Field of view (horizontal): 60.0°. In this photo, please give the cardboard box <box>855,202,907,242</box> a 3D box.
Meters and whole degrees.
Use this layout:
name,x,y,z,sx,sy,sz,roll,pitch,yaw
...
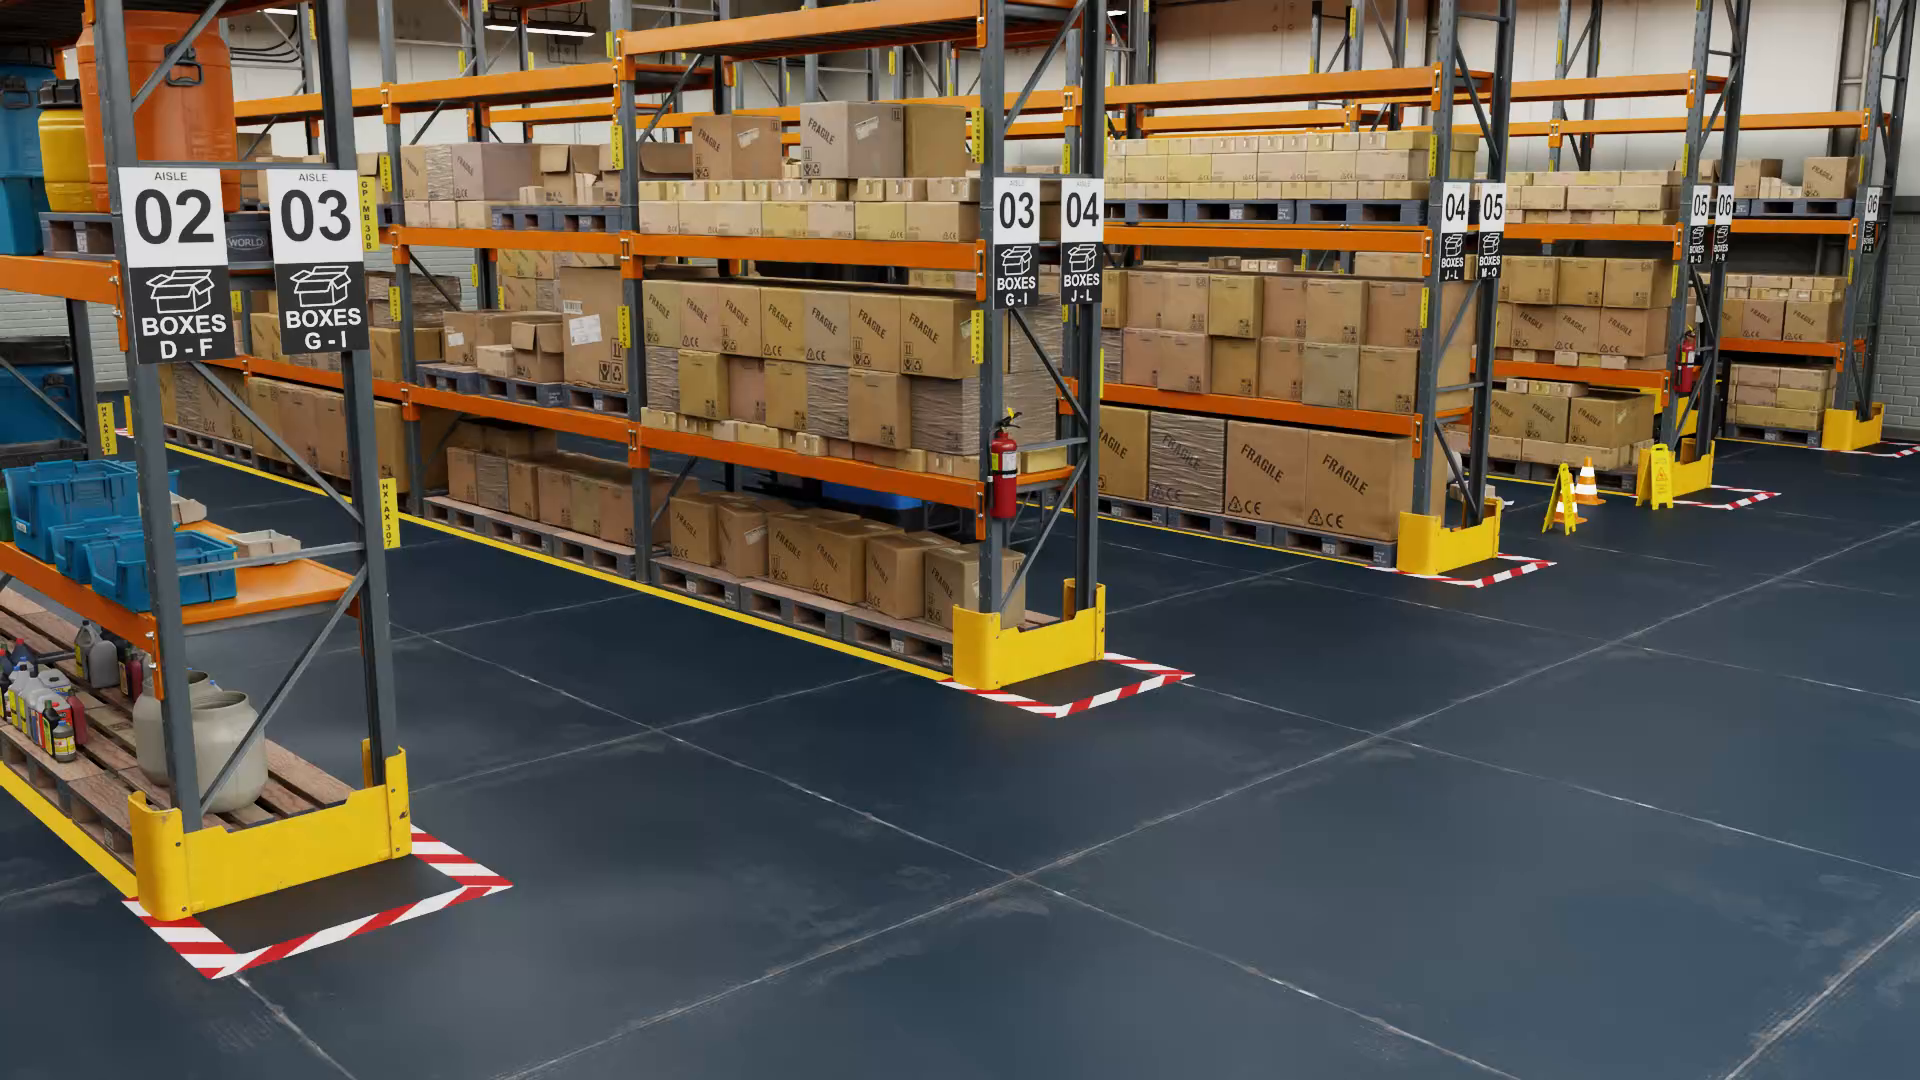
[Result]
name,x,y,z,sx,sy,sz,roll,pitch,yaw
cardboard box,-0.342,-2.104,10.965,0.500,0.250,0.500,-11,16,-42

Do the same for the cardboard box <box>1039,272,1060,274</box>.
name,x,y,z,sx,sy,sz,roll,pitch,yaw
cardboard box,0.713,-2.546,17.447,0.700,0.500,0.500,-11,16,-43

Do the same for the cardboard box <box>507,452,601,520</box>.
name,x,y,z,sx,sy,sz,roll,pitch,yaw
cardboard box,-3.737,-0.503,15.364,0.700,0.500,0.500,-9,15,-38

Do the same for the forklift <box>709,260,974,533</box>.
name,x,y,z,sx,sy,sz,roll,pitch,yaw
forklift,-1.275,-1.682,16.152,3.031,2.935,1.130,11,16,43

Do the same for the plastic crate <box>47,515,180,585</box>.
name,x,y,z,sx,sy,sz,roll,pitch,yaw
plastic crate,-4.067,0.036,8.012,0.499,0.251,0.408,-11,16,-43

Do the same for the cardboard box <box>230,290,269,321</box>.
name,x,y,z,sx,sy,sz,roll,pitch,yaw
cardboard box,-8.276,-2.821,19.286,0.500,0.500,0.500,-10,15,-41

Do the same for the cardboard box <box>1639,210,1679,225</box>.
name,x,y,z,sx,sy,sz,roll,pitch,yaw
cardboard box,7.241,-3.341,17.220,0.380,0.149,0.250,-11,16,-42

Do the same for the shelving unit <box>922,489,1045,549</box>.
name,x,y,z,sx,sy,sz,roll,pitch,yaw
shelving unit,0.205,-0.698,14.921,1.048,1.500,0.538,11,16,43

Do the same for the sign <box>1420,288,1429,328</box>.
name,x,y,z,sx,sy,sz,roll,pitch,yaw
sign,3.777,-1.886,13.516,0.100,0.325,0.005,-11,16,-43

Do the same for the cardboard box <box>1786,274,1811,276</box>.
name,x,y,z,sx,sy,sz,roll,pitch,yaw
cardboard box,10.850,-3.344,21.456,0.380,0.149,0.250,-10,16,-41

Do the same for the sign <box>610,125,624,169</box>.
name,x,y,z,sx,sy,sz,roll,pitch,yaw
sign,-2.639,-3.022,12.792,0.100,0.325,0.005,-11,16,-43

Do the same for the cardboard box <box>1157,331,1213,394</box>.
name,x,y,z,sx,sy,sz,roll,pitch,yaw
cardboard box,2.364,-1.710,15.743,0.875,0.550,0.550,-11,16,-43

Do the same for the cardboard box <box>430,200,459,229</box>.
name,x,y,z,sx,sy,sz,roll,pitch,yaw
cardboard box,-4.508,-2.985,15.241,0.500,0.250,0.500,-10,16,-41

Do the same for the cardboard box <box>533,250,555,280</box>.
name,x,y,z,sx,sy,sz,roll,pitch,yaw
cardboard box,-5.702,-3.968,23.614,0.500,0.500,0.500,11,16,43

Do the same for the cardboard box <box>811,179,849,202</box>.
name,x,y,z,sx,sy,sz,roll,pitch,yaw
cardboard box,-0.789,-2.379,11.315,0.250,0.149,0.380,11,16,42

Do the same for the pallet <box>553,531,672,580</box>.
name,x,y,z,sx,sy,sz,roll,pitch,yaw
pallet,-2.779,0.068,14.396,1.003,0.211,1.213,-11,16,-43

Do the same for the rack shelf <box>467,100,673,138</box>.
name,x,y,z,sx,sy,sz,roll,pitch,yaw
rack shelf,-5.489,-5.904,23.399,1.077,0.370,4.000,-11,16,-43

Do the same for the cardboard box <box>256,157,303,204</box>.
name,x,y,z,sx,sy,sz,roll,pitch,yaw
cardboard box,-7.357,-3.992,18.472,0.700,0.500,0.500,-10,16,-41

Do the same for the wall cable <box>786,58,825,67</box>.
name,x,y,z,sx,sy,sz,roll,pitch,yaw
wall cable,-2.744,-11.673,35.825,2.988,3.039,0.133,-11,16,-43

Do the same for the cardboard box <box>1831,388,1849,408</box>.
name,x,y,z,sx,sy,sz,roll,pitch,yaw
cardboard box,11.102,-1.875,21.452,0.500,0.250,0.500,-11,16,-42

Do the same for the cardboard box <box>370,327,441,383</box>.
name,x,y,z,sx,sy,sz,roll,pitch,yaw
cardboard box,-5.523,-1.854,16.570,0.500,0.500,0.500,-10,15,-41

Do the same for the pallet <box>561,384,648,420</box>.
name,x,y,z,sx,sy,sz,roll,pitch,yaw
pallet,-2.663,-1.222,14.224,1.003,0.211,1.213,-11,16,-43

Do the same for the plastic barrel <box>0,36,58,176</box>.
name,x,y,z,sx,sy,sz,roll,pitch,yaw
plastic barrel,-5.213,-2.254,9.041,0.600,0.901,0.708,-11,16,-43

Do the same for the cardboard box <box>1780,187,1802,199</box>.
name,x,y,z,sx,sy,sz,roll,pitch,yaw
cardboard box,10.485,-4.353,20.846,0.250,0.149,0.380,11,16,44

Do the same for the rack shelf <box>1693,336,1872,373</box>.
name,x,y,z,sx,sy,sz,roll,pitch,yaw
rack shelf,9.896,-2.613,22.283,1.077,0.370,4.000,-11,16,-43

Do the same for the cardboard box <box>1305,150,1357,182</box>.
name,x,y,z,sx,sy,sz,roll,pitch,yaw
cardboard box,3.294,-3.179,14.157,0.500,0.250,0.500,-11,16,-42

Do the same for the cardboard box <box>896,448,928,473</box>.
name,x,y,z,sx,sy,sz,roll,pitch,yaw
cardboard box,-0.206,-0.556,11.138,0.380,0.149,0.250,-11,16,-43

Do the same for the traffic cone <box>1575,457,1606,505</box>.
name,x,y,z,sx,sy,sz,roll,pitch,yaw
traffic cone,6.459,-0.622,17.122,0.336,0.463,0.334,-11,16,-43

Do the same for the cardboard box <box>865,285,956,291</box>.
name,x,y,z,sx,sy,sz,roll,pitch,yaw
cardboard box,-0.347,-1.550,11.876,0.500,0.500,0.500,-11,16,-43

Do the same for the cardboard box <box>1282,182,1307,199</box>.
name,x,y,z,sx,sy,sz,roll,pitch,yaw
cardboard box,3.001,-3.028,14.412,0.380,0.149,0.250,-11,16,-43

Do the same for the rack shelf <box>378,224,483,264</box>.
name,x,y,z,sx,sy,sz,roll,pitch,yaw
rack shelf,-6.384,-3.177,17.585,1.077,0.370,4.000,-11,16,-43

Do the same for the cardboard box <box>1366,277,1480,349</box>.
name,x,y,z,sx,sy,sz,roll,pitch,yaw
cardboard box,3.951,-1.939,14.179,0.875,0.550,0.550,-11,16,-43

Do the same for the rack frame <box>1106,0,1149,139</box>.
name,x,y,z,sx,sy,sz,roll,pitch,yaw
rack frame,2.165,-6.087,22.496,1.000,3.000,0.127,-11,16,-43

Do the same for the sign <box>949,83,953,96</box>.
name,x,y,z,sx,sy,sz,roll,pitch,yaw
sign,-0.165,-8.368,31.053,0.100,0.325,0.005,-11,16,-43

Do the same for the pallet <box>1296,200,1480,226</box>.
name,x,y,z,sx,sy,sz,roll,pitch,yaw
pallet,3.659,-2.809,14.239,1.003,0.211,1.213,-11,16,-43

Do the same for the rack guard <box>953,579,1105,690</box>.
name,x,y,z,sx,sy,sz,roll,pitch,yaw
rack guard,0.469,0.613,11.037,1.175,0.500,0.348,-11,16,-43

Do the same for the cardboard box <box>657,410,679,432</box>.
name,x,y,z,sx,sy,sz,roll,pitch,yaw
cardboard box,-2.146,-0.950,13.048,0.380,0.149,0.250,-11,16,-43

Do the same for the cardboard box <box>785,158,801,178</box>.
name,x,y,z,sx,sy,sz,roll,pitch,yaw
cardboard box,-1.813,-4.360,19.402,0.396,0.266,0.258,-11,16,-43

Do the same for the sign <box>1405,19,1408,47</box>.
name,x,y,z,sx,sy,sz,roll,pitch,yaw
sign,5.332,-6.073,19.914,0.100,0.325,0.005,-11,16,-43

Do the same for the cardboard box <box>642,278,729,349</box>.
name,x,y,z,sx,sy,sz,roll,pitch,yaw
cardboard box,-2.114,-1.768,12.933,0.500,0.500,0.500,-11,16,-43

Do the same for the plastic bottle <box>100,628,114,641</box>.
name,x,y,z,sx,sy,sz,roll,pitch,yaw
plastic bottle,-5.169,0.642,10.176,0.185,0.351,0.144,11,16,44

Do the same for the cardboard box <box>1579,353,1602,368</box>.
name,x,y,z,sx,sy,sz,roll,pitch,yaw
cardboard box,6.860,-1.945,17.880,0.380,0.149,0.250,-11,16,-44

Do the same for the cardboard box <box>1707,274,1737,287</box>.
name,x,y,z,sx,sy,sz,roll,pitch,yaw
cardboard box,9.923,-3.381,21.636,0.380,0.149,0.250,-10,16,-41

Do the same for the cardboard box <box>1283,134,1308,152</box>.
name,x,y,z,sx,sy,sz,roll,pitch,yaw
cardboard box,3.001,-3.418,14.333,0.380,0.149,0.250,-11,16,-42

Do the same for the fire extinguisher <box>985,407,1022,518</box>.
name,x,y,z,sx,sy,sz,roll,pitch,yaw
fire extinguisher,0.268,-0.482,10.346,0.296,0.674,0.183,-11,16,-43

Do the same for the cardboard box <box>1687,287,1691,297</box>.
name,x,y,z,sx,sy,sz,roll,pitch,yaw
cardboard box,9.598,-3.313,22.039,0.380,0.149,0.250,-11,16,-44

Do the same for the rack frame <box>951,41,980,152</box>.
name,x,y,z,sx,sy,sz,roll,pitch,yaw
rack frame,0.227,-7.947,31.522,1.000,3.000,0.127,-11,16,-43

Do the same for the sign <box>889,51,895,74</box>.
name,x,y,z,sx,sy,sz,roll,pitch,yaw
sign,-1.016,-7.132,24.861,0.100,0.325,0.005,-11,16,-43

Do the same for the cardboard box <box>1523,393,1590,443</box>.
name,x,y,z,sx,sy,sz,roll,pitch,yaw
cardboard box,6.585,-1.364,18.352,0.500,0.500,0.500,-10,15,-40

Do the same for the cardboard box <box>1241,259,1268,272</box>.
name,x,y,z,sx,sy,sz,roll,pitch,yaw
cardboard box,3.753,-3.455,20.951,0.250,0.149,0.380,11,16,43

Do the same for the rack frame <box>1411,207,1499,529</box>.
name,x,y,z,sx,sy,sz,roll,pitch,yaw
rack frame,4.179,-1.277,14.014,1.000,3.000,0.127,-11,16,-43

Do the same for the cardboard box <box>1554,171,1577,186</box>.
name,x,y,z,sx,sy,sz,roll,pitch,yaw
cardboard box,6.601,-3.885,17.886,0.380,0.149,0.250,-11,16,-43

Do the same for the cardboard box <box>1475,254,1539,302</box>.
name,x,y,z,sx,sy,sz,roll,pitch,yaw
cardboard box,6.164,-2.937,18.610,0.700,0.500,0.500,-11,16,-43

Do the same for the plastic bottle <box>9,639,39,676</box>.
name,x,y,z,sx,sy,sz,roll,pitch,yaw
plastic bottle,-5.461,0.743,9.682,0.144,0.351,0.185,-11,16,-43

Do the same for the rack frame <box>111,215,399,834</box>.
name,x,y,z,sx,sy,sz,roll,pitch,yaw
rack frame,-3.060,0.090,7.381,1.000,3.000,0.127,-11,16,-43
